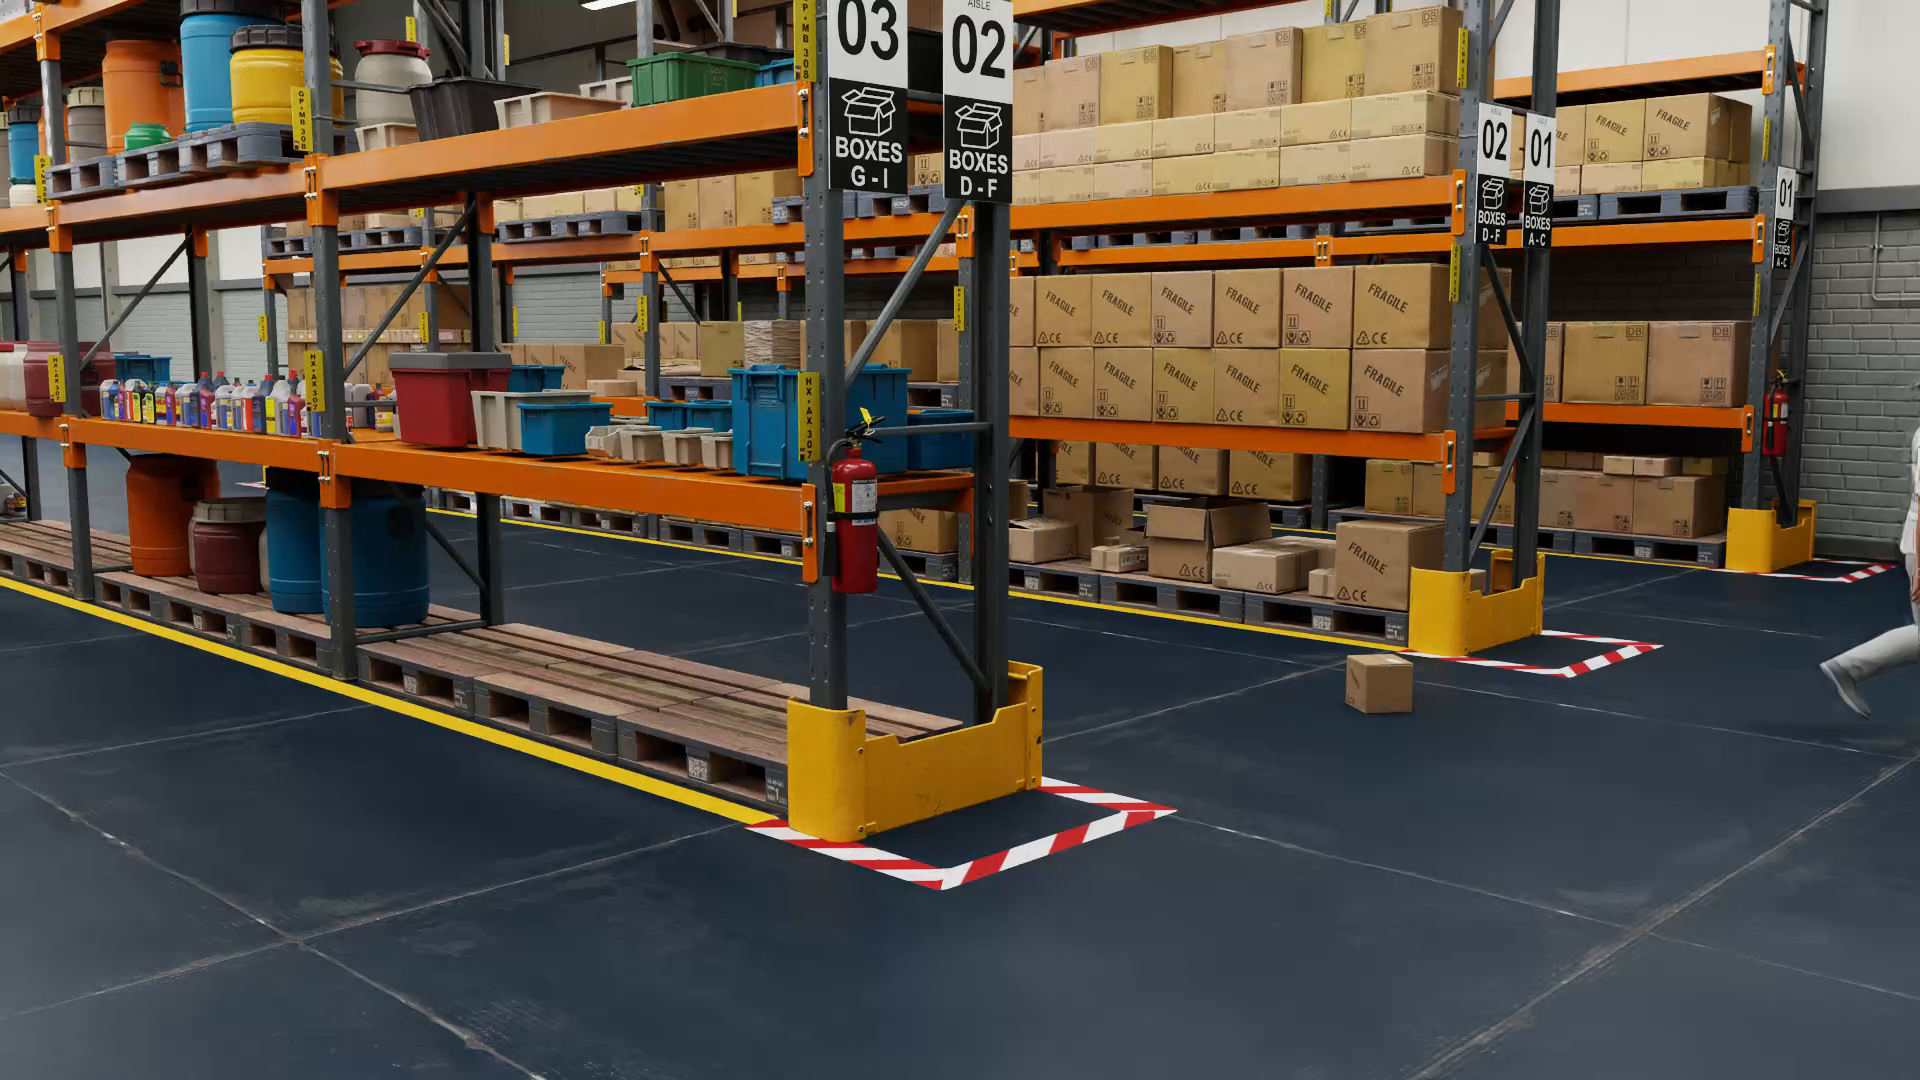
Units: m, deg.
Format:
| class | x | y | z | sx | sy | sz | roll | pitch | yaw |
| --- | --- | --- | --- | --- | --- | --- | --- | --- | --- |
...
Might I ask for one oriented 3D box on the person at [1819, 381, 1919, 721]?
| class | x | y | z | sx | sy | sz | roll | pitch | yaw |
| --- | --- | --- | --- | --- | --- | --- | --- | --- | --- |
| person | 4.474 | 0.052 | 7.617 | 0.882 | 1.737 | 0.531 | 3 | 8 | 24 |
